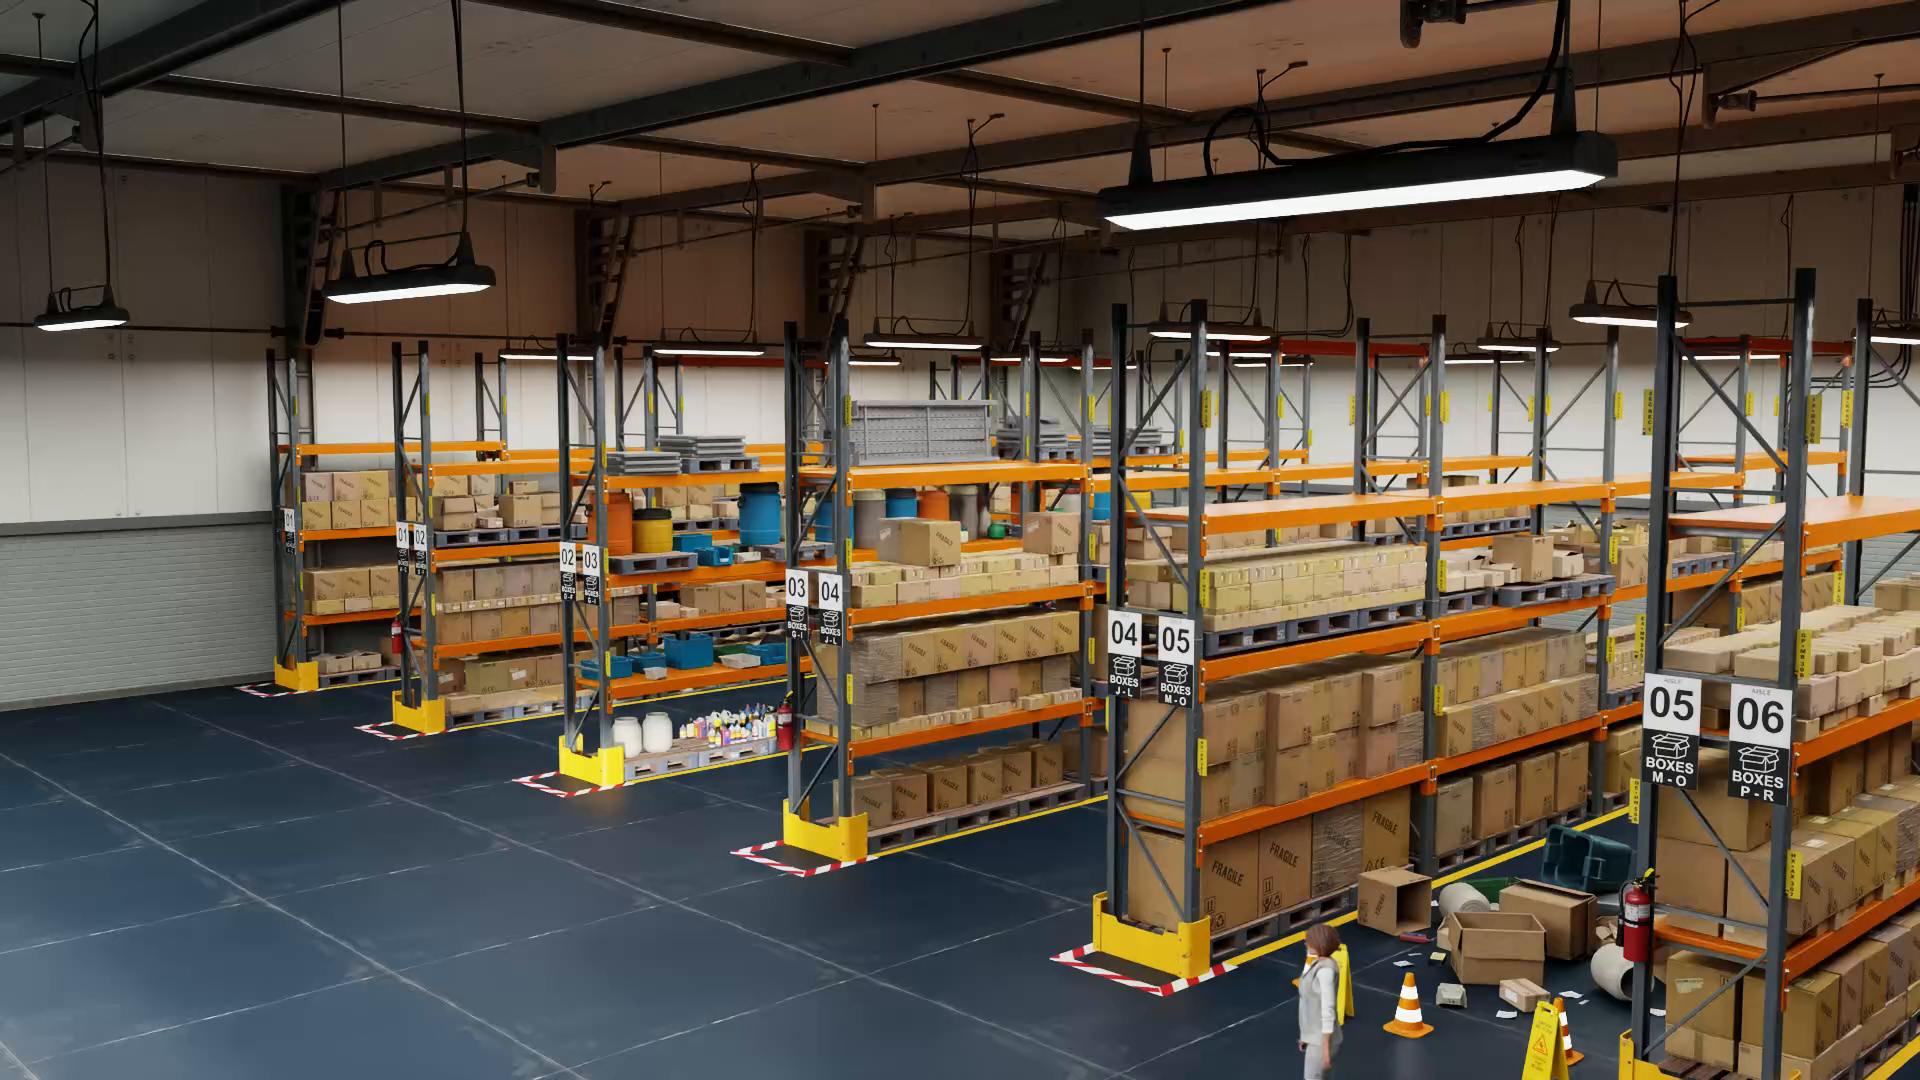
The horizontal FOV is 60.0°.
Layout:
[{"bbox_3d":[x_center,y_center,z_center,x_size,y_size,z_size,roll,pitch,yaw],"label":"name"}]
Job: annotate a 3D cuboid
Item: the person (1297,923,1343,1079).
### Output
[{"bbox_3d":[2.392,3.400,11.208,0.375,1.615,0.531,1,5,13],"label":"person"}]
